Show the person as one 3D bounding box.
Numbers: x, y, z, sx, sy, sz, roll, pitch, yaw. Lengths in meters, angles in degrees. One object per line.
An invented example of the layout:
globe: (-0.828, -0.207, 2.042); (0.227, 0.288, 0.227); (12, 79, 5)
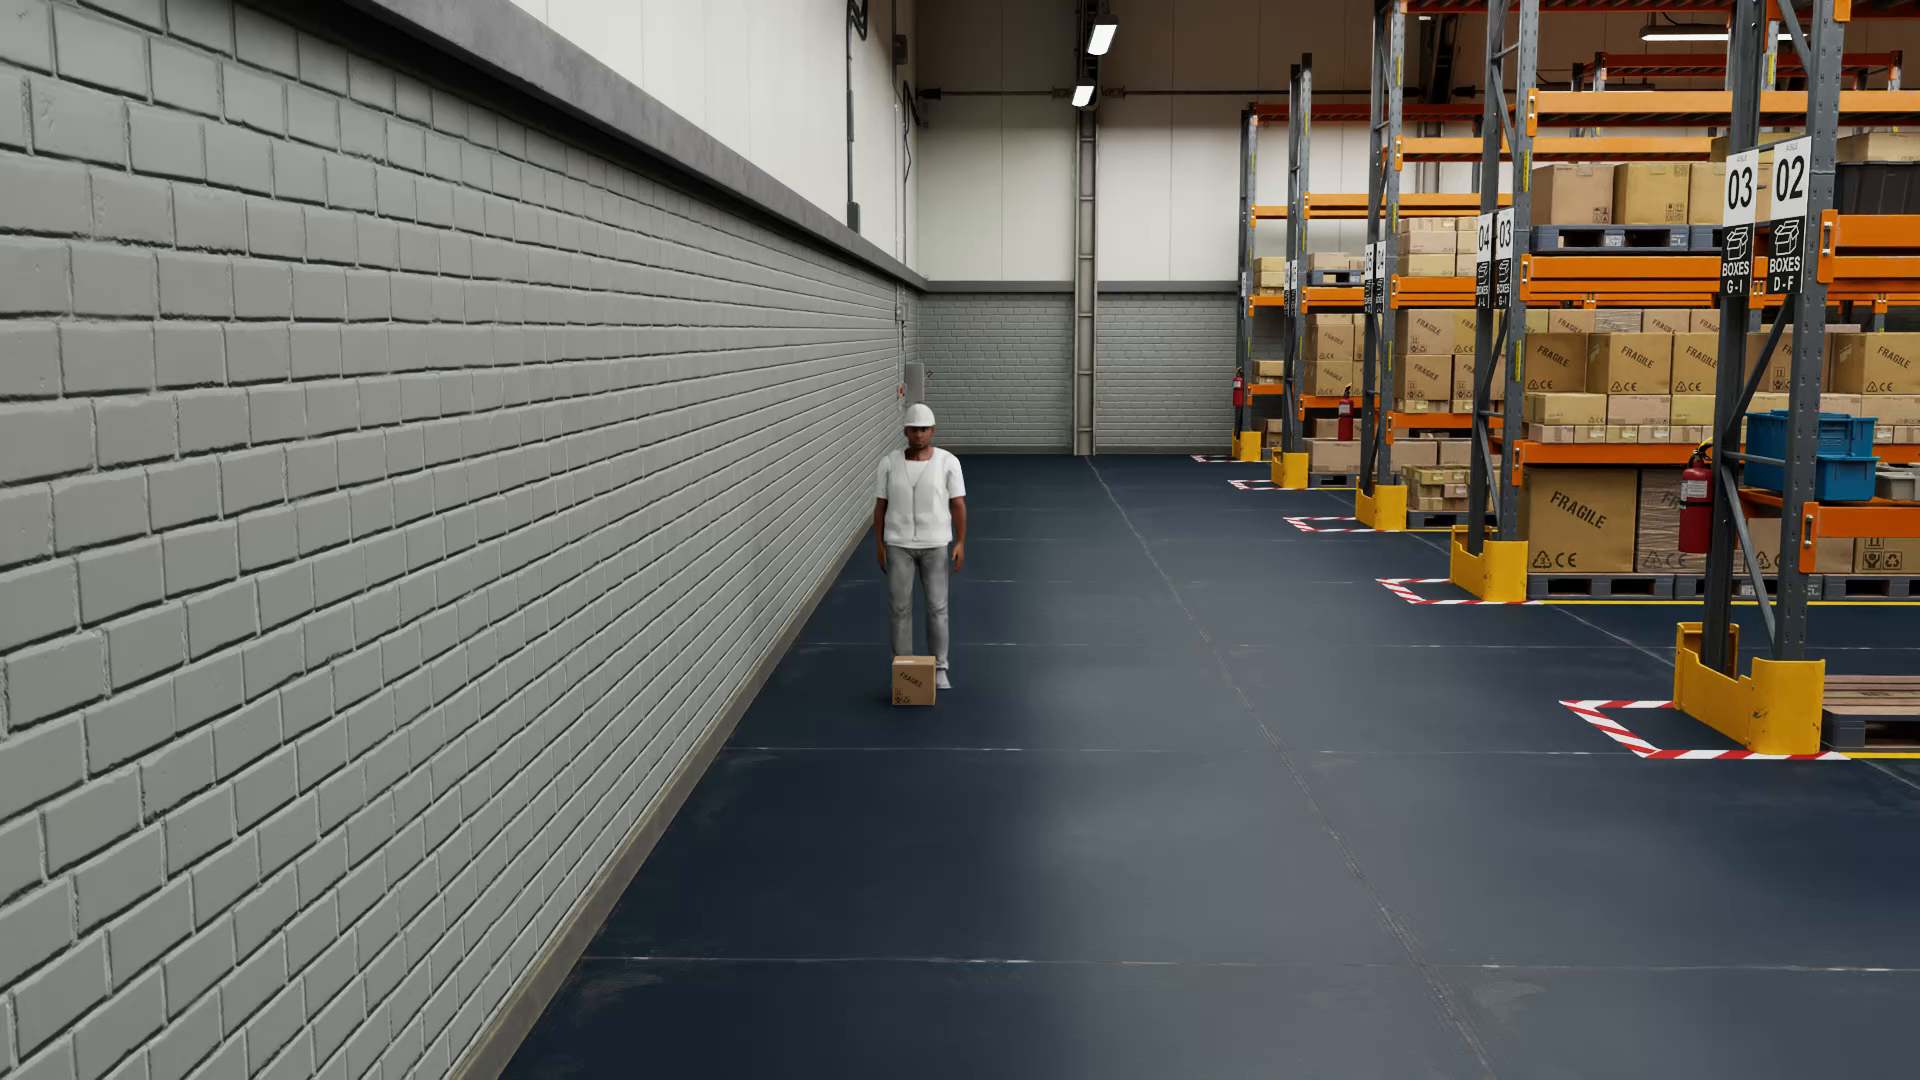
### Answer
person: (-0.250, 0.045, 10.377); (0.577, 1.783, 0.412); (0, 7, 3)
